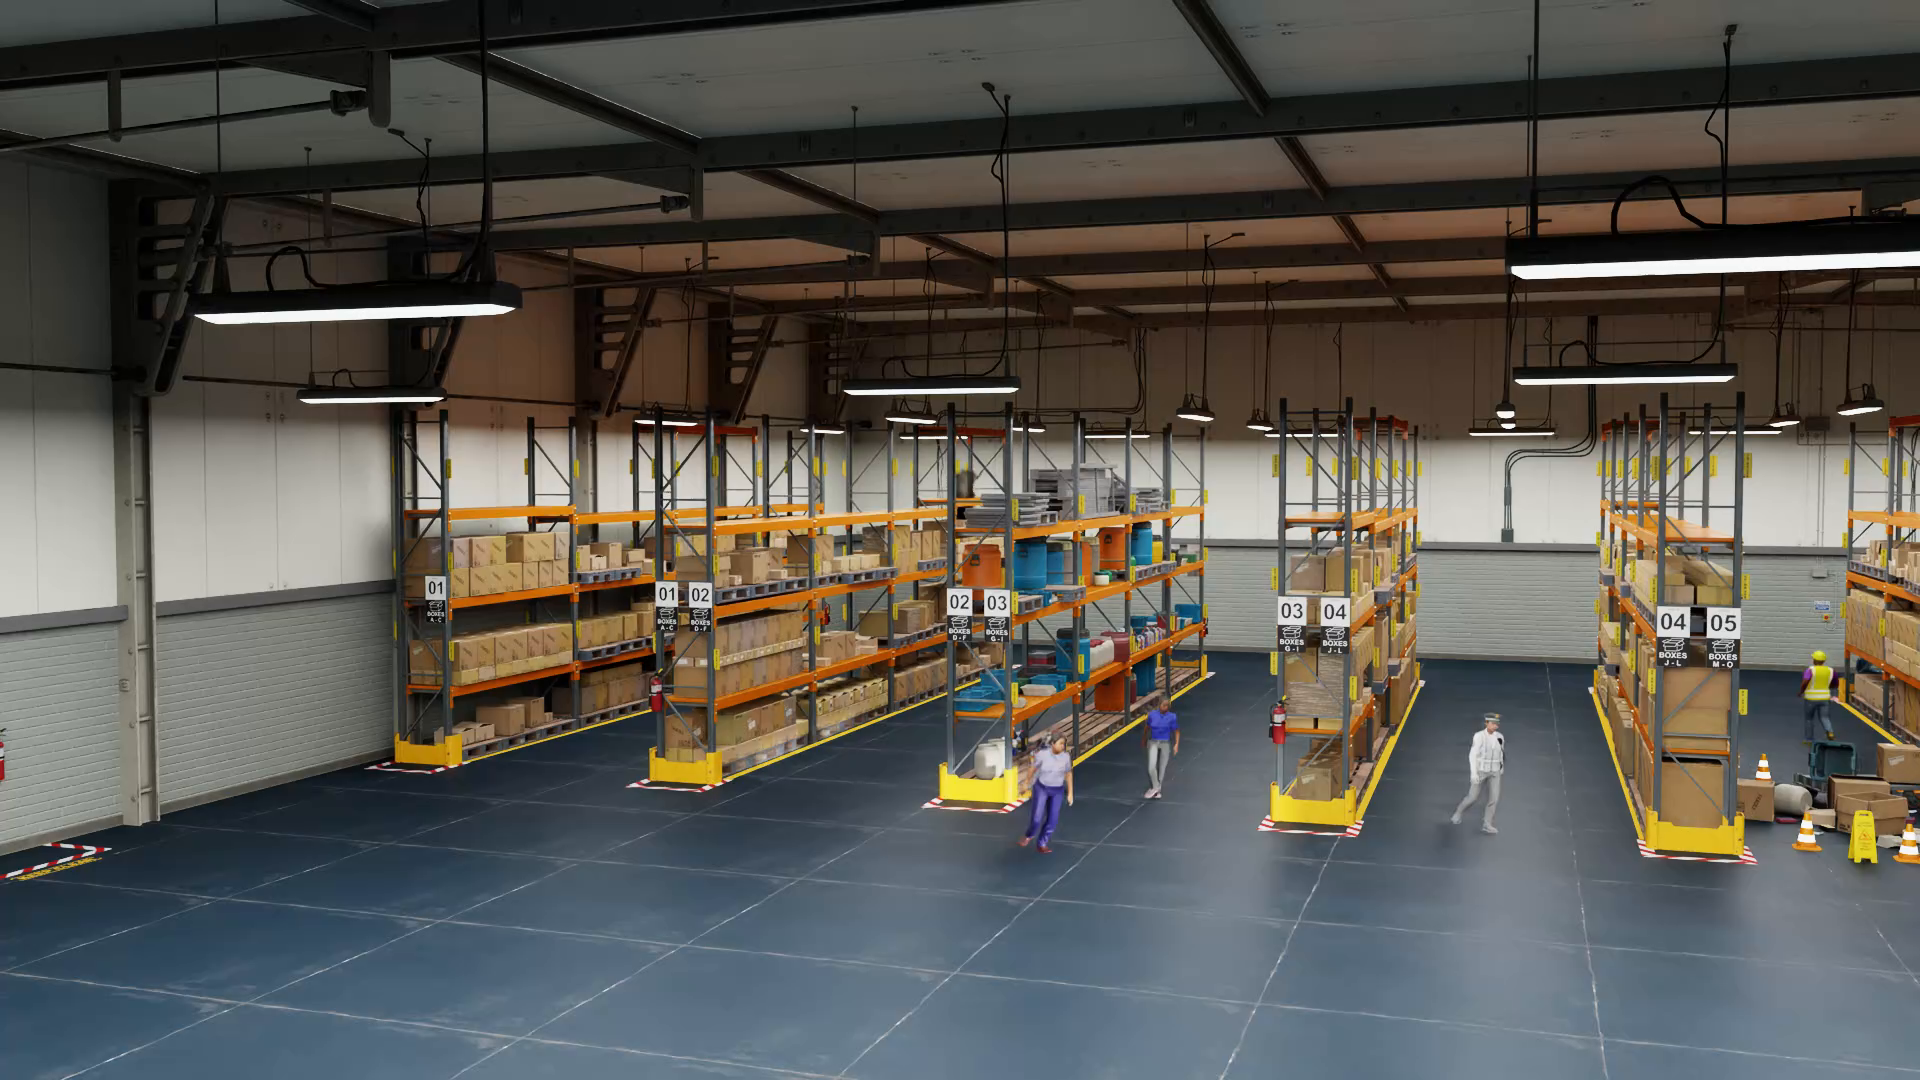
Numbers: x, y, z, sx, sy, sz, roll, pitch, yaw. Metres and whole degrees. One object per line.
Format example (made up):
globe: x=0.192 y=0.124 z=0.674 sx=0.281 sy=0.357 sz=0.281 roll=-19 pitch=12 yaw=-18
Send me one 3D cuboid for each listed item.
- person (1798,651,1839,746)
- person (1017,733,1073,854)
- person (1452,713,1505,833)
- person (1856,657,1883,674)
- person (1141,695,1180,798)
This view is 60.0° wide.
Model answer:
person: x=15.330 y=2.846 z=29.704 sx=0.701 sy=1.748 sz=0.931 roll=0 pitch=2 yaw=7
person: x=1.110 y=3.282 z=21.608 sx=0.668 sy=1.601 sz=0.551 roll=-1 pitch=3 yaw=-15
person: x=7.167 y=3.181 z=22.931 sx=0.628 sy=1.645 sz=0.597 roll=0 pitch=2 yaw=-7
person: x=20.624 y=2.600 z=37.748 sx=0.676 sy=1.562 sz=0.535 roll=0 pitch=2 yaw=9
person: x=3.028 y=3.117 z=25.058 sx=0.558 sy=1.599 sz=0.718 roll=0 pitch=2 yaw=1
